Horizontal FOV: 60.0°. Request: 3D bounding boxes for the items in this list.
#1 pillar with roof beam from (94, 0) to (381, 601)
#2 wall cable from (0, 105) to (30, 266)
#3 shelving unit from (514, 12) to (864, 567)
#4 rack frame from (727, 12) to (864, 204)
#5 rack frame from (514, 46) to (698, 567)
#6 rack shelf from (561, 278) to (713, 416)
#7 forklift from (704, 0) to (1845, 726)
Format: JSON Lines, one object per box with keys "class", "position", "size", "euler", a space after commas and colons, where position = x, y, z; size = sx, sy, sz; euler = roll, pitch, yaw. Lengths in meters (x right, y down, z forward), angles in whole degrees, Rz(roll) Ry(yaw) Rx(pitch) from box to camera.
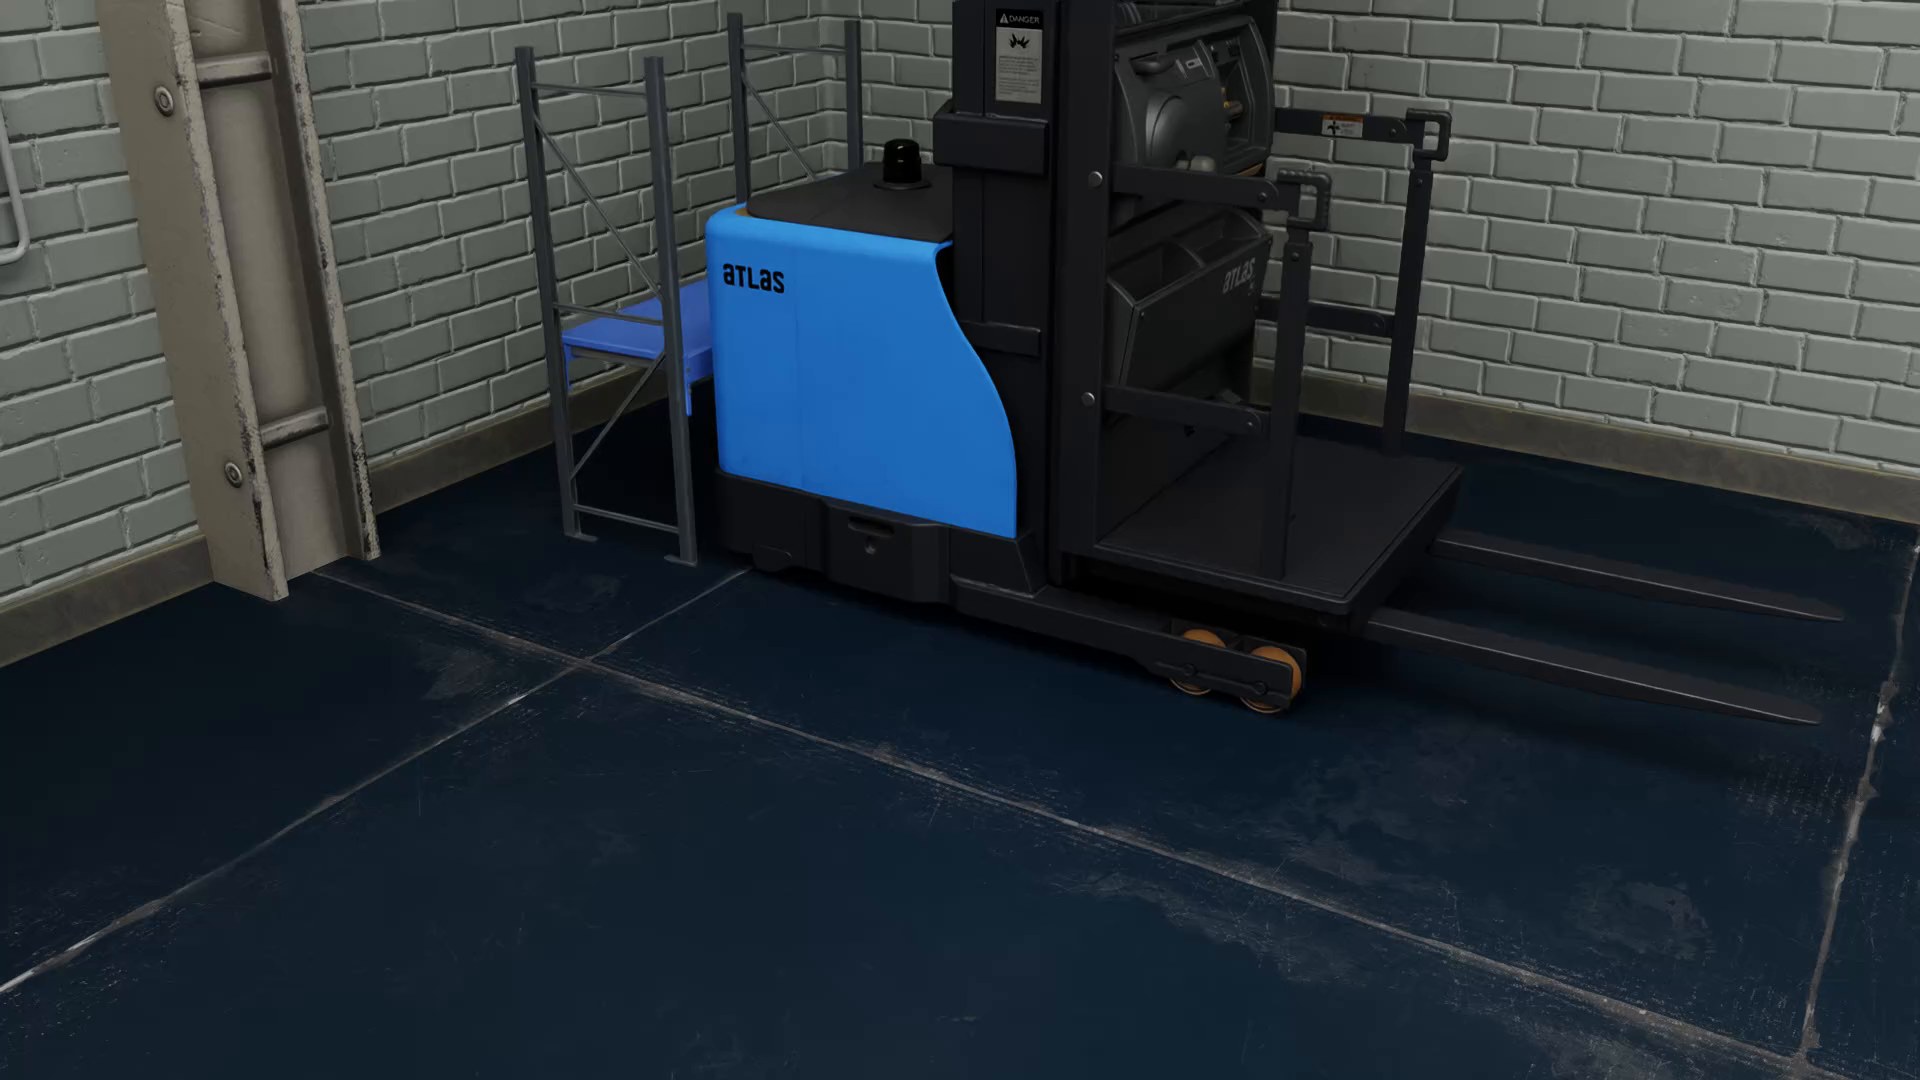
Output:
{"class": "pillar with roof beam", "position": [1.636, -3.147, 1.193], "size": [9.100, 9.000, 0.400], "euler": [14, 27, 29]}
{"class": "wall cable", "position": [-2.839, -1.301, 3.200], "size": [0.084, 1.984, 1.851], "euler": [14, 27, 29]}
{"class": "shelving unit", "position": [-0.786, -0.836, 5.293], "size": [0.538, 1.500, 1.048], "euler": [12, 26, 26]}
{"class": "rack frame", "position": [-0.545, -1.014, 5.703], "size": [0.500, 1.500, 0.032], "euler": [12, 26, 26]}
{"class": "rack frame", "position": [-1.028, -0.658, 4.882], "size": [0.500, 1.500, 0.032], "euler": [12, 26, 26]}
{"class": "rack shelf", "position": [-0.786, -0.671, 5.364], "size": [0.538, 0.185, 1.000], "euler": [12, 26, 26]}
{"class": "forklift", "position": [0.794, -1.145, 4.206], "size": [3.031, 2.935, 1.130], "euler": [13, 27, 28]}
